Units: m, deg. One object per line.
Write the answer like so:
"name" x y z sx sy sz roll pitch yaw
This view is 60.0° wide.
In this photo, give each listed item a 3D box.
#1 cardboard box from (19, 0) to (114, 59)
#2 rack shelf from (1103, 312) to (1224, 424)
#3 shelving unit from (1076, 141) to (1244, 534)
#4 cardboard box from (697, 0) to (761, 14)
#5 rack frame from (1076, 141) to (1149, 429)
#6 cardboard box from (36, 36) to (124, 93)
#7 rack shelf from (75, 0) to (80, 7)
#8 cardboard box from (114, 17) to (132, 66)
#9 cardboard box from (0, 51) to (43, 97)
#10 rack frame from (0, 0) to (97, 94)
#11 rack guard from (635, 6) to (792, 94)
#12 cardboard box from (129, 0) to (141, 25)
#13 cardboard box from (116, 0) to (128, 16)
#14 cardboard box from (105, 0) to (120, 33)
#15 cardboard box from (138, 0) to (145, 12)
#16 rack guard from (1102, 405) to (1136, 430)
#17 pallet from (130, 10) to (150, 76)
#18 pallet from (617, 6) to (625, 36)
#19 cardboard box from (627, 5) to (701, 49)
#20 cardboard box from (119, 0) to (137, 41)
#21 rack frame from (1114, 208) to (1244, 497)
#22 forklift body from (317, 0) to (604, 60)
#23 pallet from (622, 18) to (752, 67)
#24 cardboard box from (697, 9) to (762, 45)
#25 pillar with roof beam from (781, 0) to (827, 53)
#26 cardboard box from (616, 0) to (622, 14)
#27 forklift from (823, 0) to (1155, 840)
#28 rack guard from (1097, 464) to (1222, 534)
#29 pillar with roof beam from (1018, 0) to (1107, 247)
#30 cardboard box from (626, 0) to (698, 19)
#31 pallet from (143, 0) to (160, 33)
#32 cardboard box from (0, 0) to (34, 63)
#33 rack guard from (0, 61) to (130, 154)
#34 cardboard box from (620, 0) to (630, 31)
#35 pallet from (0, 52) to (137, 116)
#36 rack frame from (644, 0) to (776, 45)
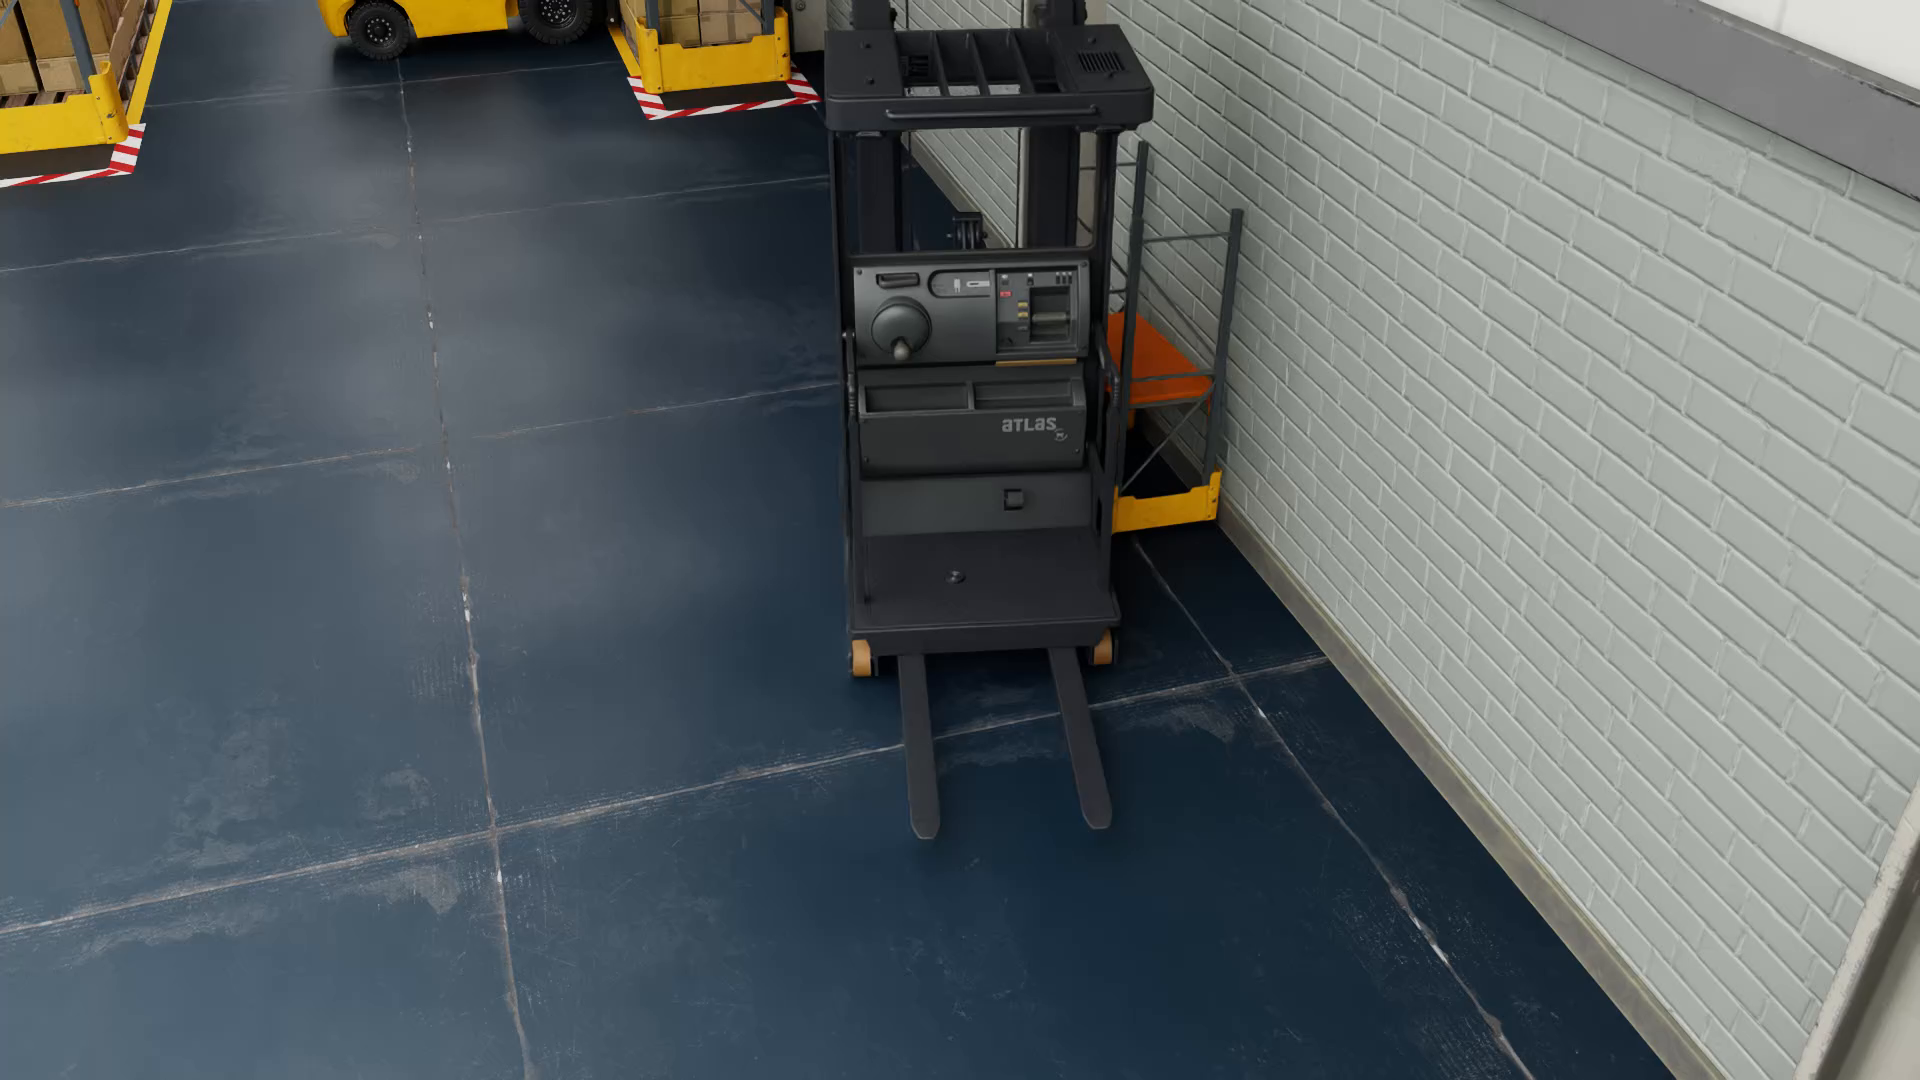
"cardboard box" -6.671 -3.933 12.415 0.500 0.500 0.500 -11 35 -16
"rack shelf" 0.784 -0.810 7.878 0.538 0.185 1.000 -8 31 -16
"shelving unit" 0.786 -0.971 7.796 0.587 1.500 1.083 -8 31 -16
"cardboard box" -1.900 -4.465 13.446 0.500 0.250 0.500 -9 35 -14
"rack frame" 0.635 -1.211 8.207 0.500 1.500 0.032 -8 31 -16
"cardboard box" -6.663 -3.608 12.603 0.500 0.250 0.500 -10 35 -15
"rack shelf" -7.290 -4.860 13.037 1.077 0.370 4.000 -10 35 -15
"cardboard box" -6.812 -3.877 13.010 0.500 0.250 0.500 -9 34 -13
"cardboard box" -7.190 -3.530 12.484 0.500 0.250 0.500 -10 35 -15
"rack frame" -6.680 -4.110 11.249 1.000 3.000 0.127 -10 35 -15
"rack guard" -1.947 -3.891 13.185 1.175 0.500 0.348 -10 35 -15
"cardboard box" -7.142 -4.427 13.843 0.500 0.250 0.500 -9 35 -14
"cardboard box" -6.980 -4.472 13.230 0.500 0.500 0.500 -9 35 -14
"cardboard box" -6.835 -4.207 12.829 0.500 0.500 0.500 -11 35 -17
"cardboard box" -7.292 -4.695 14.248 0.500 0.250 0.500 -11 35 -16
"rack guard" 0.620 -0.668 8.517 0.587 0.250 0.087 -8 31 -16
"pallet" -7.286 -4.059 13.700 1.003 0.211 1.213 -10 35 -15
"pallet" -2.596 -4.817 14.849 1.003 0.211 1.213 -10 35 -15
"cardboard box" -2.399 -4.168 13.451 0.500 0.250 0.500 -10 35 -14
"cardboard box" -6.990 -4.162 13.441 0.500 0.250 0.500 -8 34 -12
"rack frame" 0.942 -0.722 7.370 0.500 1.500 0.032 -8 31 -16
"forklift body" -4.270 -5.281 13.792 2.313 2.155 1.214 -10 35 -15
"pallet" -2.228 -4.178 13.881 1.003 0.211 1.213 -10 35 -15
"cardboard box" -1.918 -4.266 13.598 0.500 0.250 0.500 -10 35 -15
"pillar with roof beam" -5.408 -7.243 10.548 9.100 9.000 0.400 -10 35 -15
"cardboard box" -2.685 -4.695 14.248 0.500 0.250 0.500 -10 35 -14
"forklift" 0.068 -0.846 6.372 1.130 2.935 3.031 -3 34 -4
"rack guard" 0.921 -0.189 7.697 0.587 0.250 0.087 -8 31 -16
"pillar with roof beam" -3.578 -4.093 5.781 9.100 9.000 0.400 -10 35 -15
"cardboard box" -2.401 -4.386 13.327 0.500 0.250 0.500 -10 35 -15
"pallet" -7.662 -4.700 14.672 1.003 0.211 1.213 -10 35 -15
"cardboard box" -7.173 -3.828 12.255 0.500 0.500 0.500 -10 35 -14
"rack guard" -6.704 -3.107 11.999 1.175 0.500 0.348 -10 35 -15
"cardboard box" -2.541 -4.431 13.848 0.500 0.250 0.500 -10 35 -15
"pallet" -6.918 -3.419 12.733 1.003 0.211 1.213 -10 35 -15
"rack frame" -1.954 -4.947 12.515 1.000 3.000 0.127 -10 35 -15
